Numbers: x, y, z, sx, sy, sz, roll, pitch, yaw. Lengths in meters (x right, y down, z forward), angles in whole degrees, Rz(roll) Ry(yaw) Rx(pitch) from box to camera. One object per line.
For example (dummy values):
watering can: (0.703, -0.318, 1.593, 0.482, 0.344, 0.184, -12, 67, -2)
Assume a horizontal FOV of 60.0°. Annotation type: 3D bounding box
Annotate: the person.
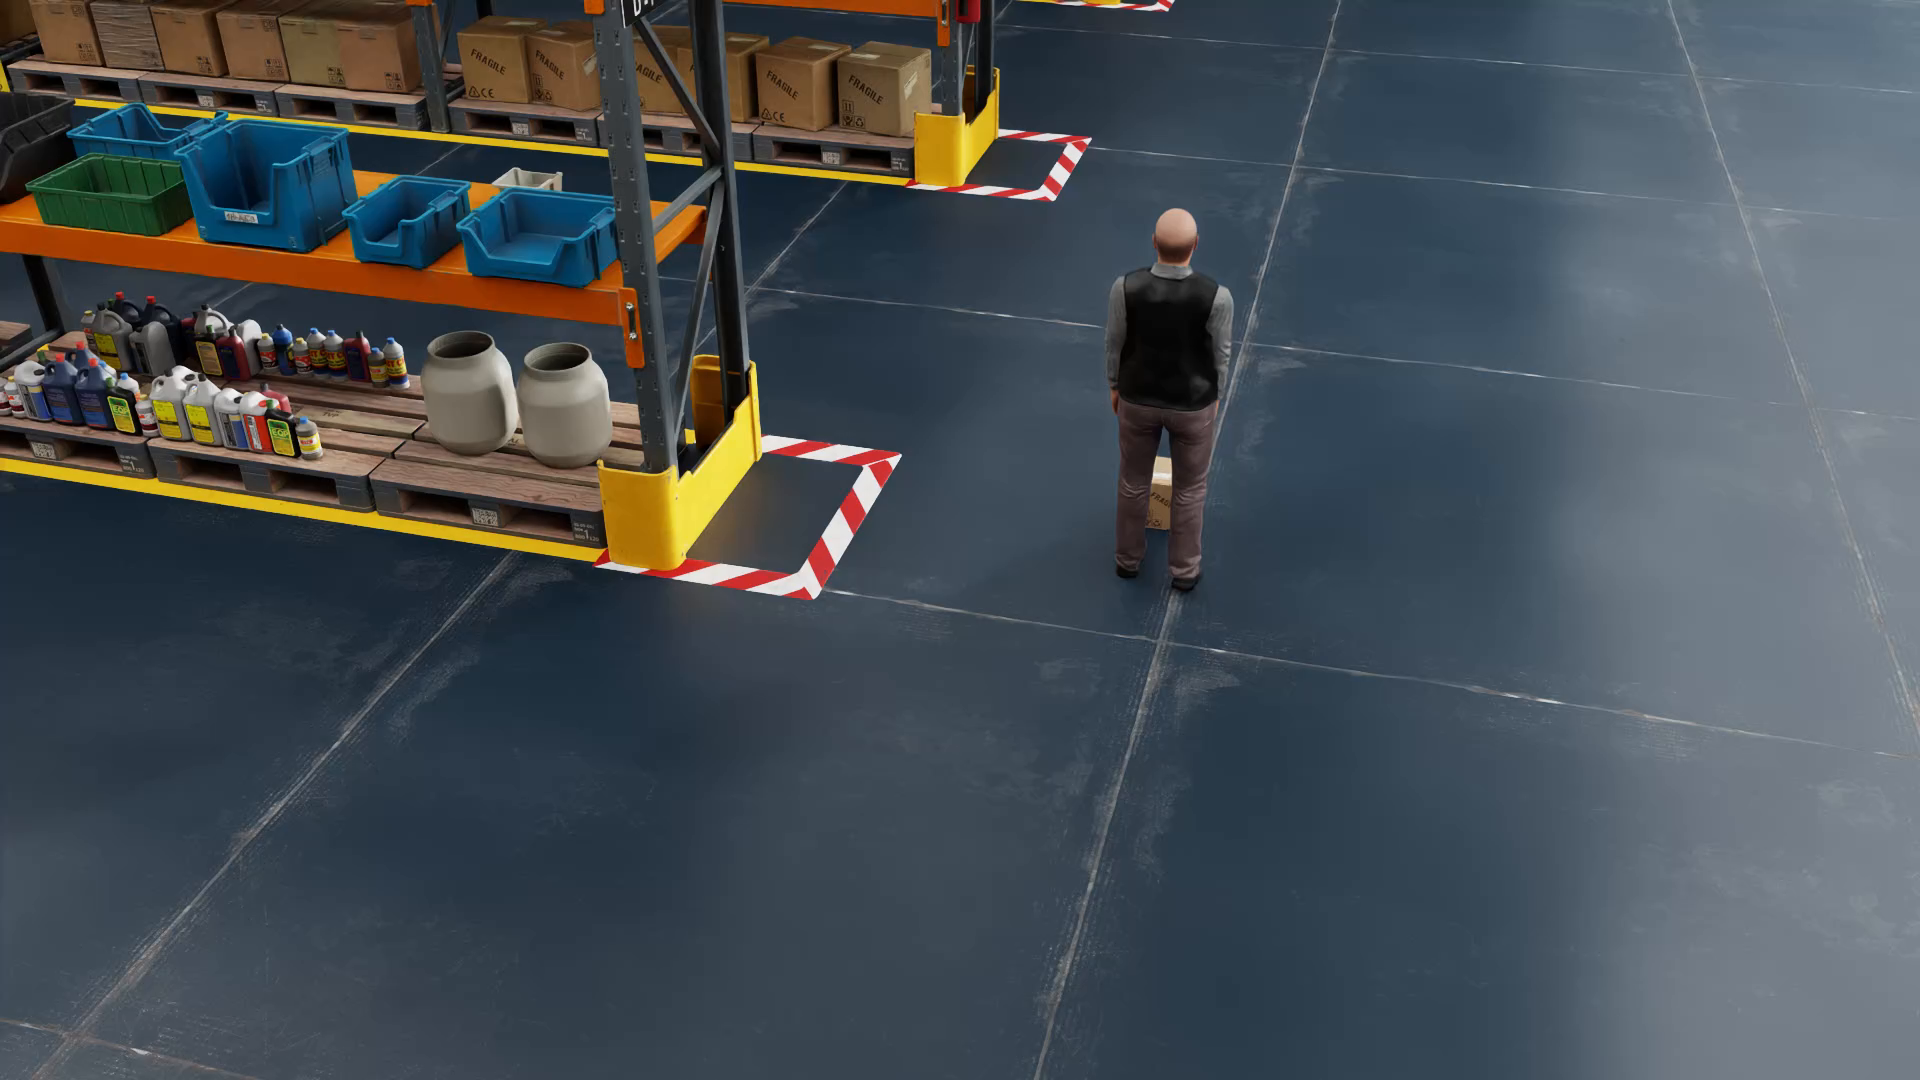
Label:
person: (0.870, -0.574, 7.105, 0.533, 1.770, 0.357, 9, 34, 13)
